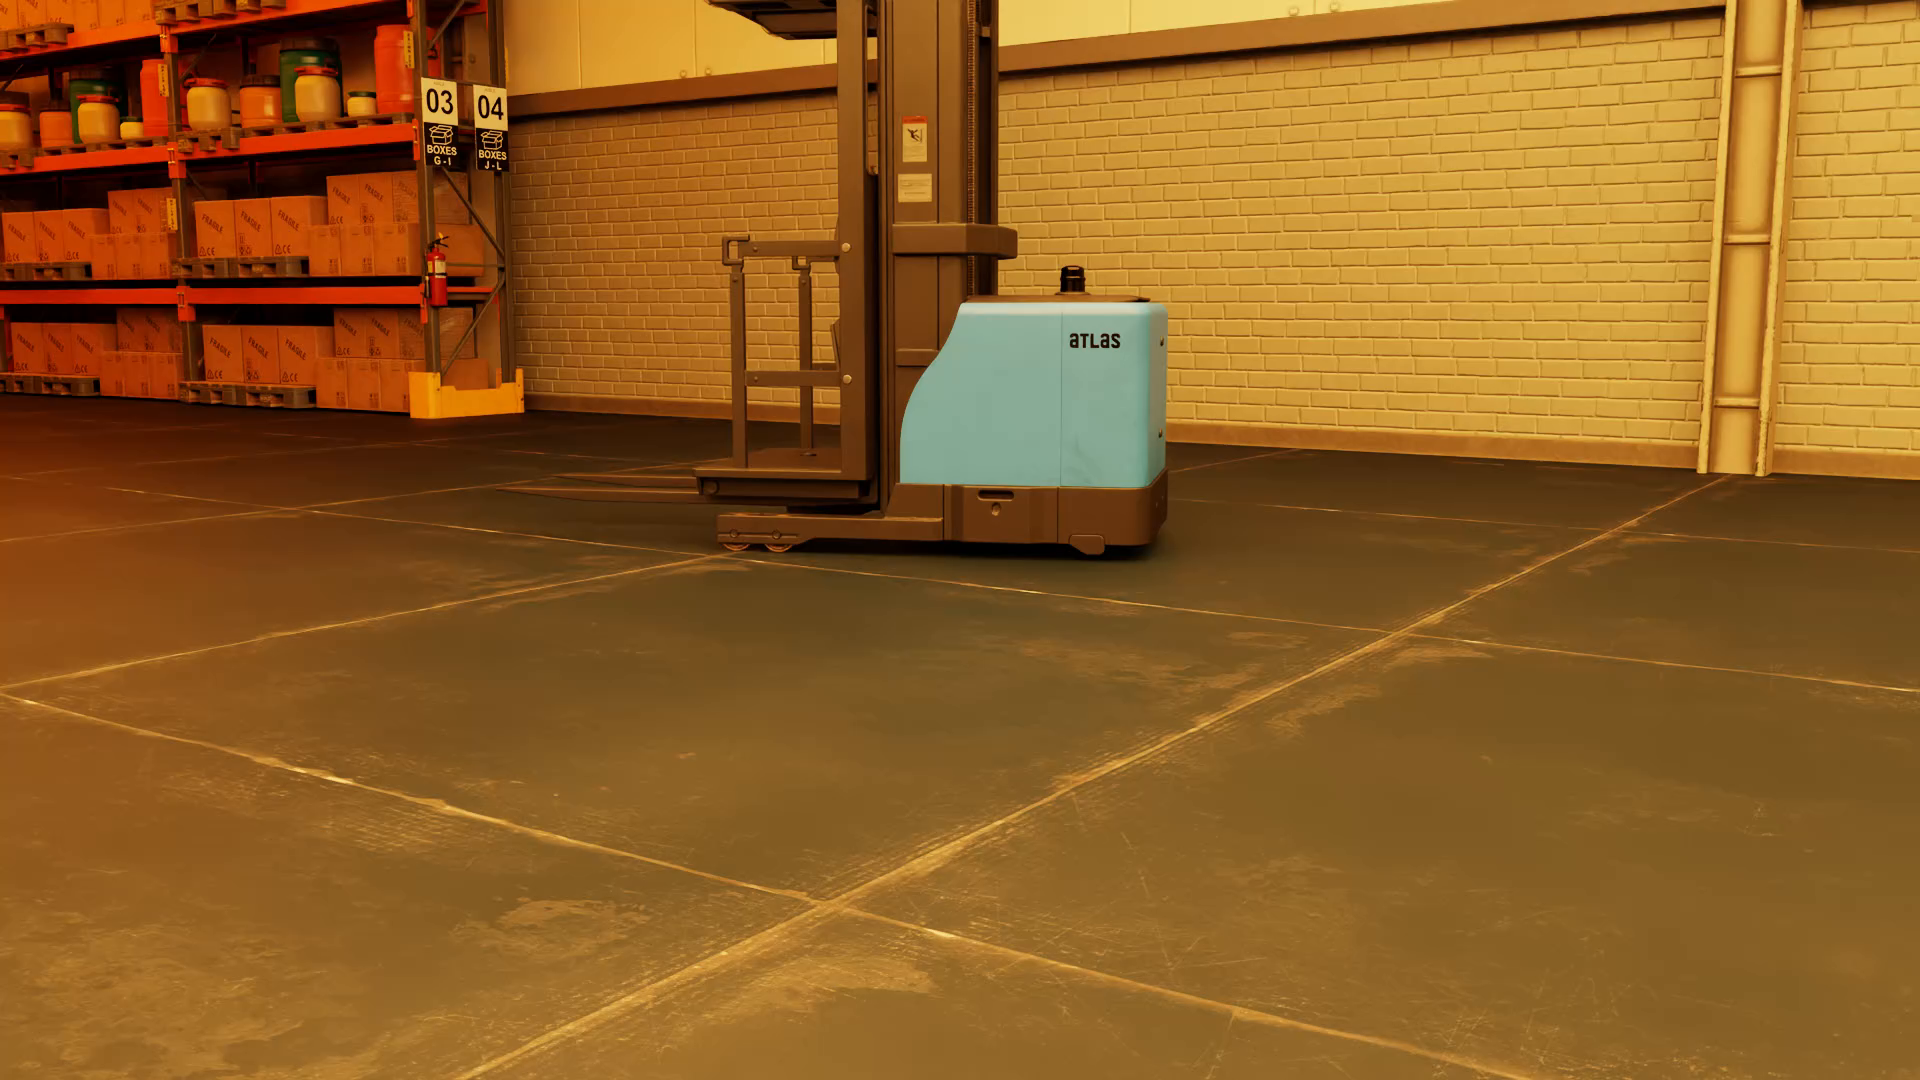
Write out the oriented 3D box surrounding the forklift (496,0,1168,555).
[{"bbox_3d":[-0.596,-1.469,7.520,3.031,2.935,1.130,2,8,12],"label":"forklift"}]
